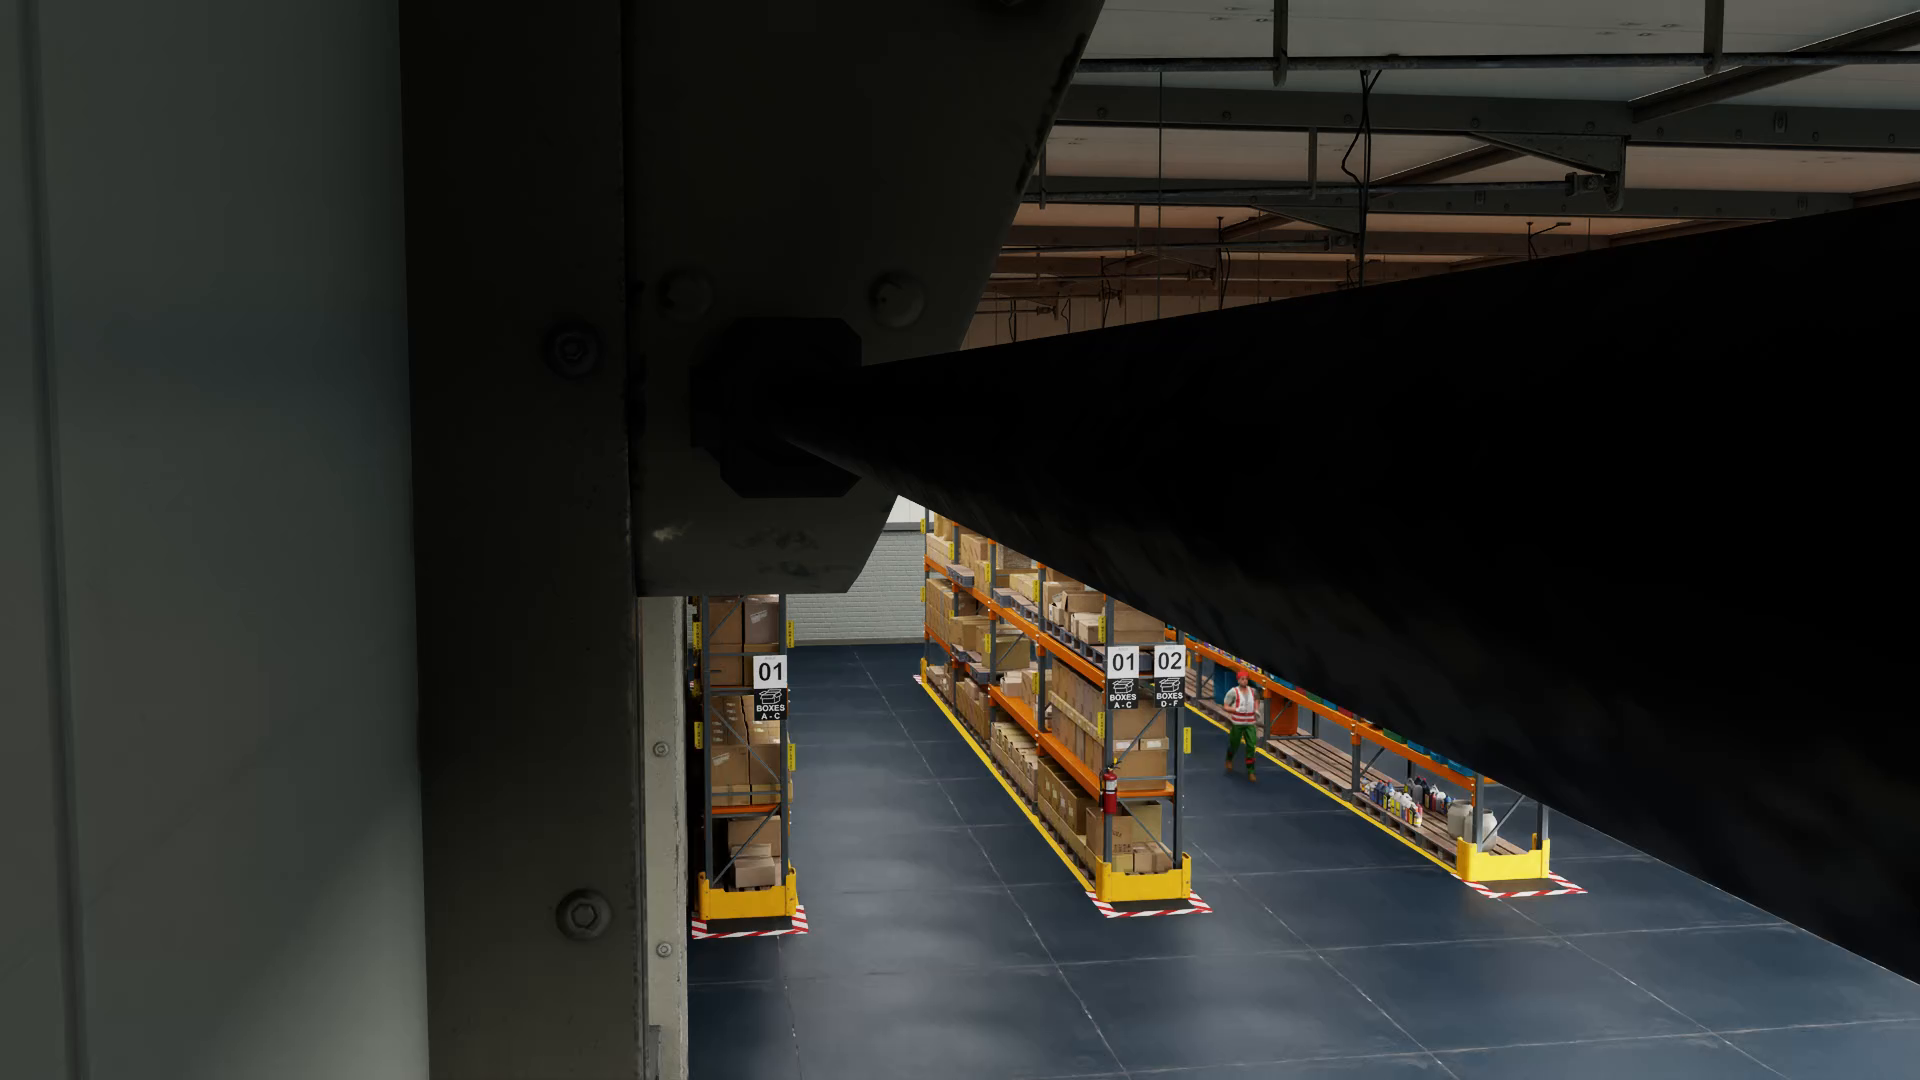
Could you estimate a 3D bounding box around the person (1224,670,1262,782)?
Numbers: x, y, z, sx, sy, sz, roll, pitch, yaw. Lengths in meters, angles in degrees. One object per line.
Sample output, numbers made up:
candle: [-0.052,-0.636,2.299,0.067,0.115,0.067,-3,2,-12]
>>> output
person: [4.642,3.017,27.311,0.667,1.764,0.976,-1,5,-10]

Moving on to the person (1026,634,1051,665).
person: [1.762,2.297,35.951,0.695,1.821,0.776,-1,5,-17]
